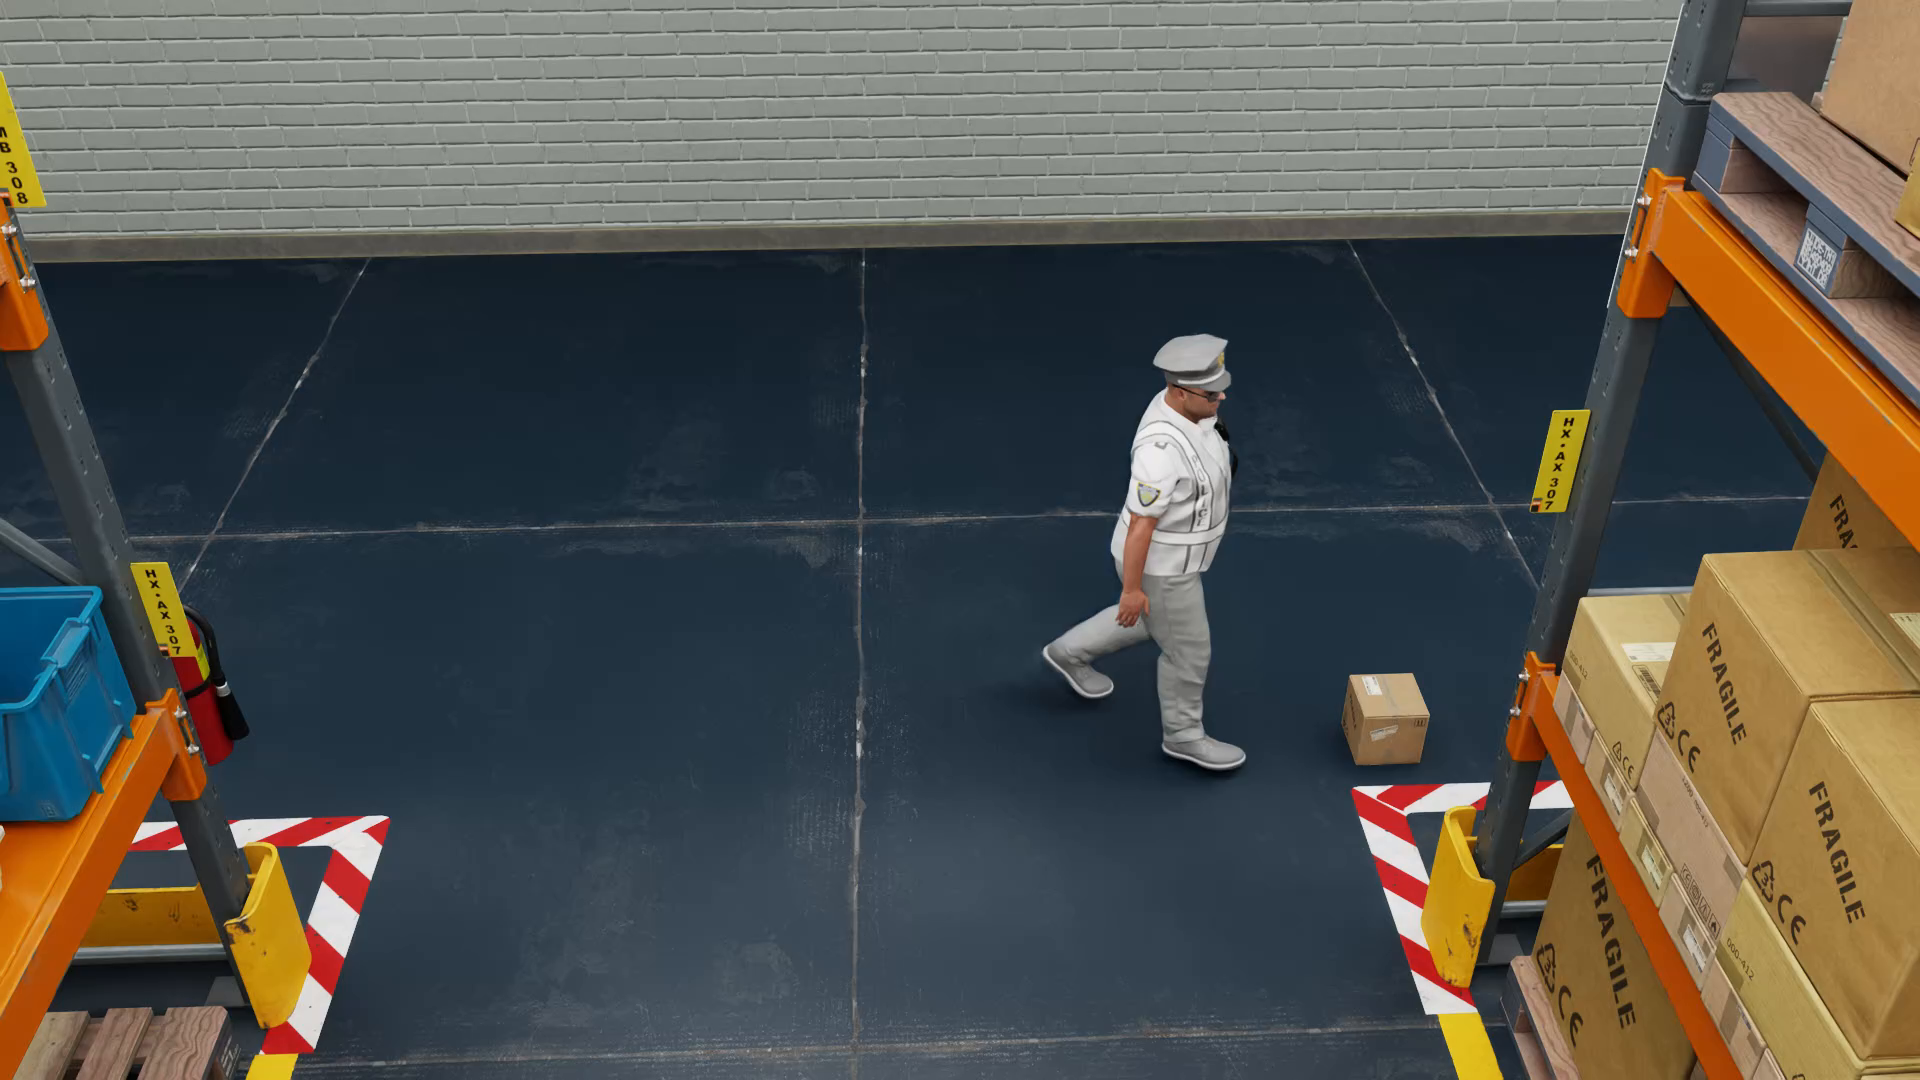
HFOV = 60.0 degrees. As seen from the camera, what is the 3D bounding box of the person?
[{"bbox_3d":[0.717,0.016,6.098,0.870,1.728,0.601,10,36,14],"label":"person"}]
